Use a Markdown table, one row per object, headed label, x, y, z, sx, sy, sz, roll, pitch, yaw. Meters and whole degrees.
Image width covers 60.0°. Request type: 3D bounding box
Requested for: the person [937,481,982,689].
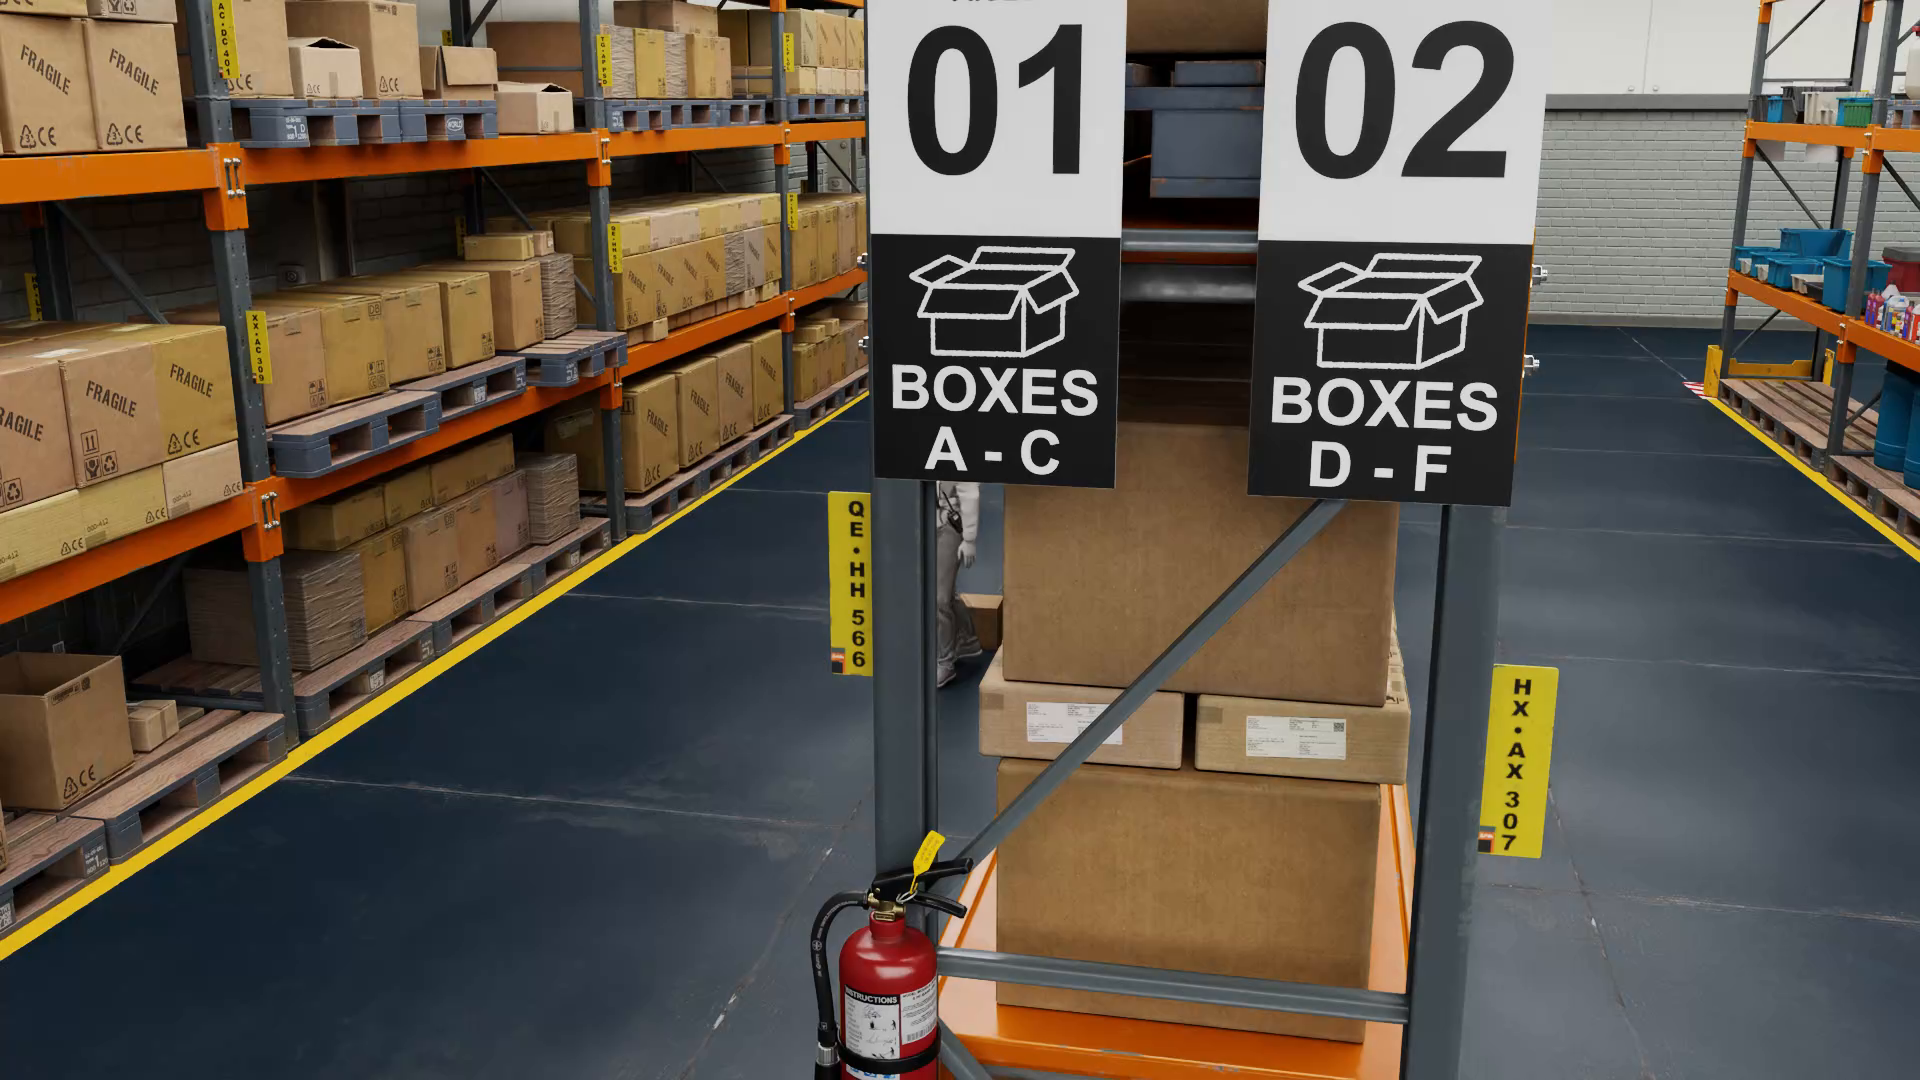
| label | x | y | z | sx | sy | sz | roll | pitch | yaw |
| --- | --- | --- | --- | --- | --- | --- | --- | --- | --- |
| person | -0.051 | -0.067 | 8.746 | 0.542 | 1.664 | 0.524 | -12 | 19 | -37 |
